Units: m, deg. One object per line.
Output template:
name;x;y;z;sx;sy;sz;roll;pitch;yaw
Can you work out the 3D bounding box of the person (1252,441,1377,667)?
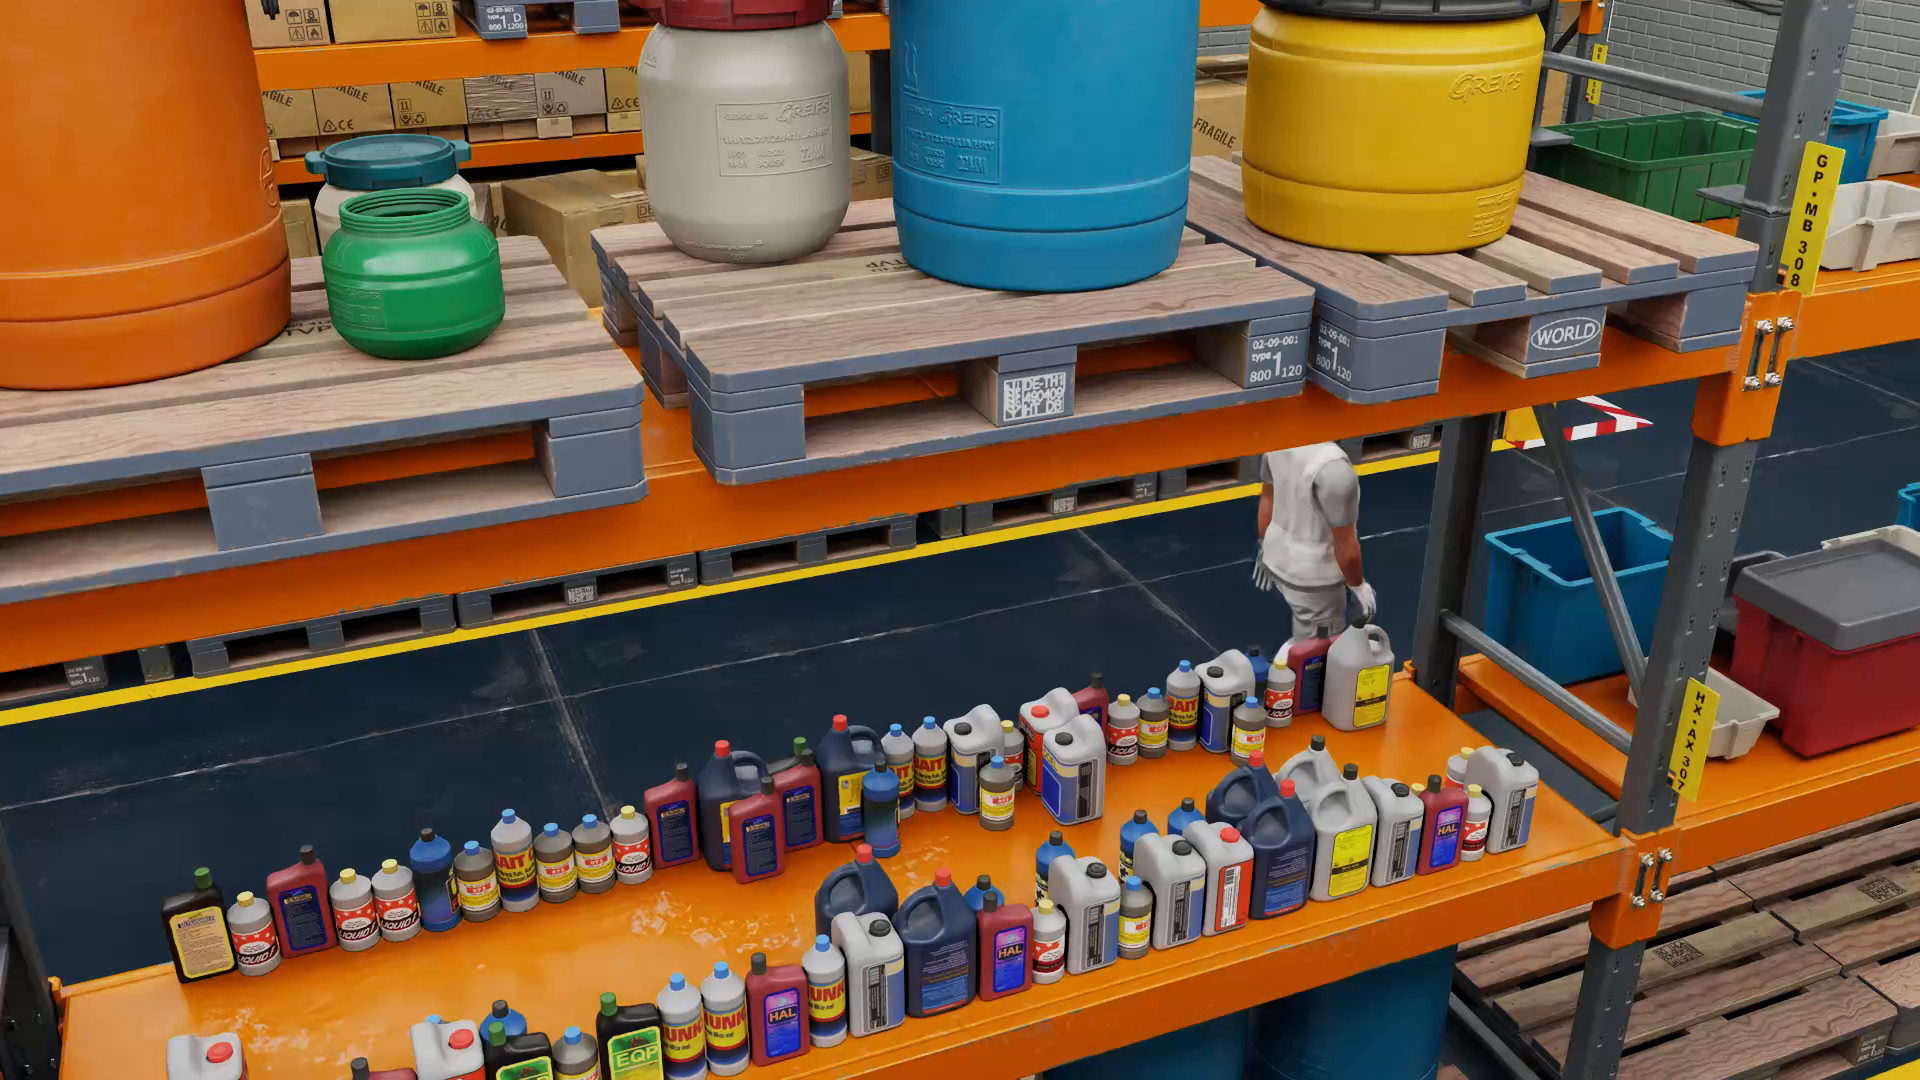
person;1.452;0.129;6.771;0.449;1.798;0.539;-7;27;-15
